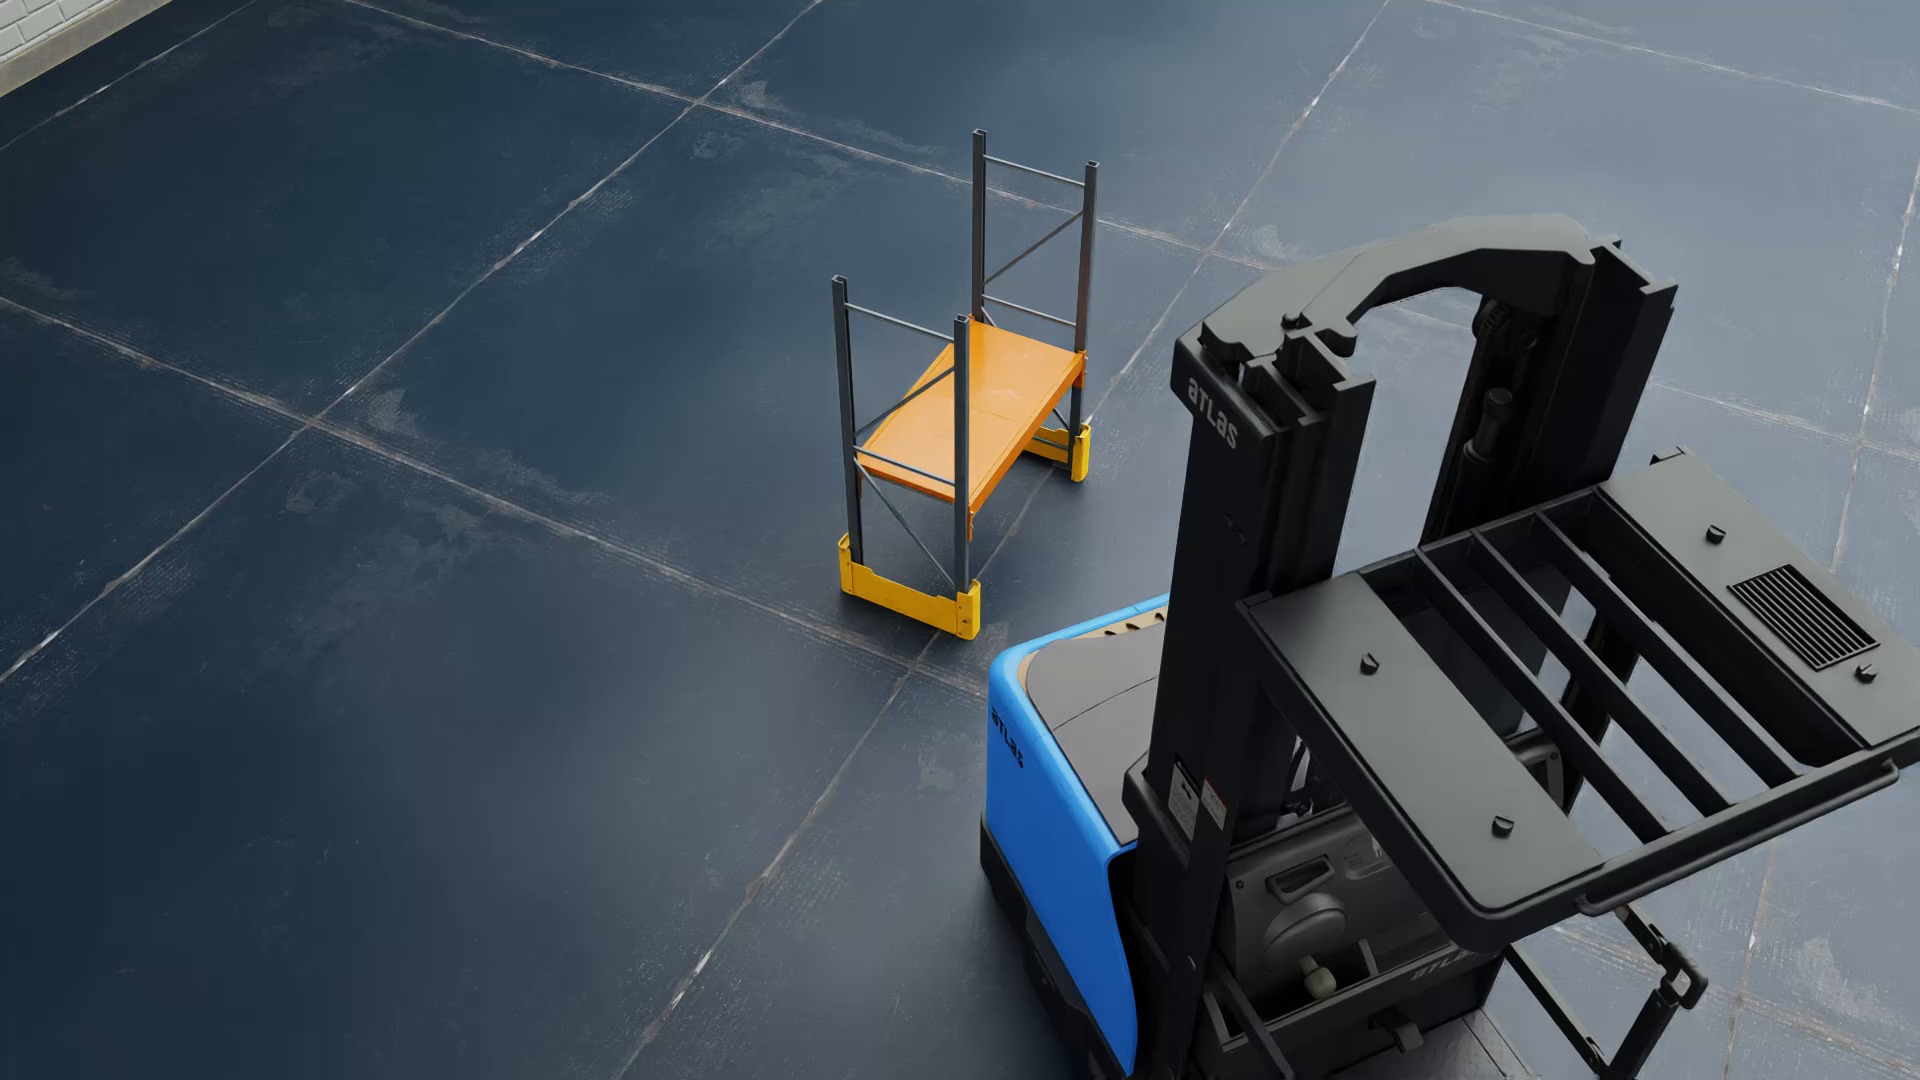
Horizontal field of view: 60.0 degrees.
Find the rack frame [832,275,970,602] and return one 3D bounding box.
[{"bbox_3d":[-0.196,-0.261,5.953,0.500,1.500,0.032,20,49,19],"label":"rack frame"}]

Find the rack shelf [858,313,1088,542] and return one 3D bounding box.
[{"bbox_3d":[0.040,-0.455,6.398,0.538,0.185,1.000,20,49,19],"label":"rack shelf"}]

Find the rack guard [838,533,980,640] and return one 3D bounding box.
[{"bbox_3d":[-0.196,0.178,6.398,0.587,0.250,0.087,20,49,19],"label":"rack guard"}]

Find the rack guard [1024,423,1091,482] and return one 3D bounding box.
[{"bbox_3d":[0.267,-0.450,7.019,0.587,0.250,0.087,20,49,19],"label":"rack guard"}]

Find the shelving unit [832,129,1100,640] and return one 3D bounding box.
[{"bbox_3d":[-3.512,4.133,1.400,0.587,1.800,16.366,20,49,19],"label":"shelving unit"}]

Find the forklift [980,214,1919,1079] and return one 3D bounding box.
[{"bbox_3d":[1.135,0.879,3.821,1.130,2.935,3.031,-18,48,-17],"label":"forklift"}]

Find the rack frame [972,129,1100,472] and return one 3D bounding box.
[{"bbox_3d":[-3.523,4.133,1.400,0.520,1.800,16.358,20,49,19],"label":"rack frame"}]
